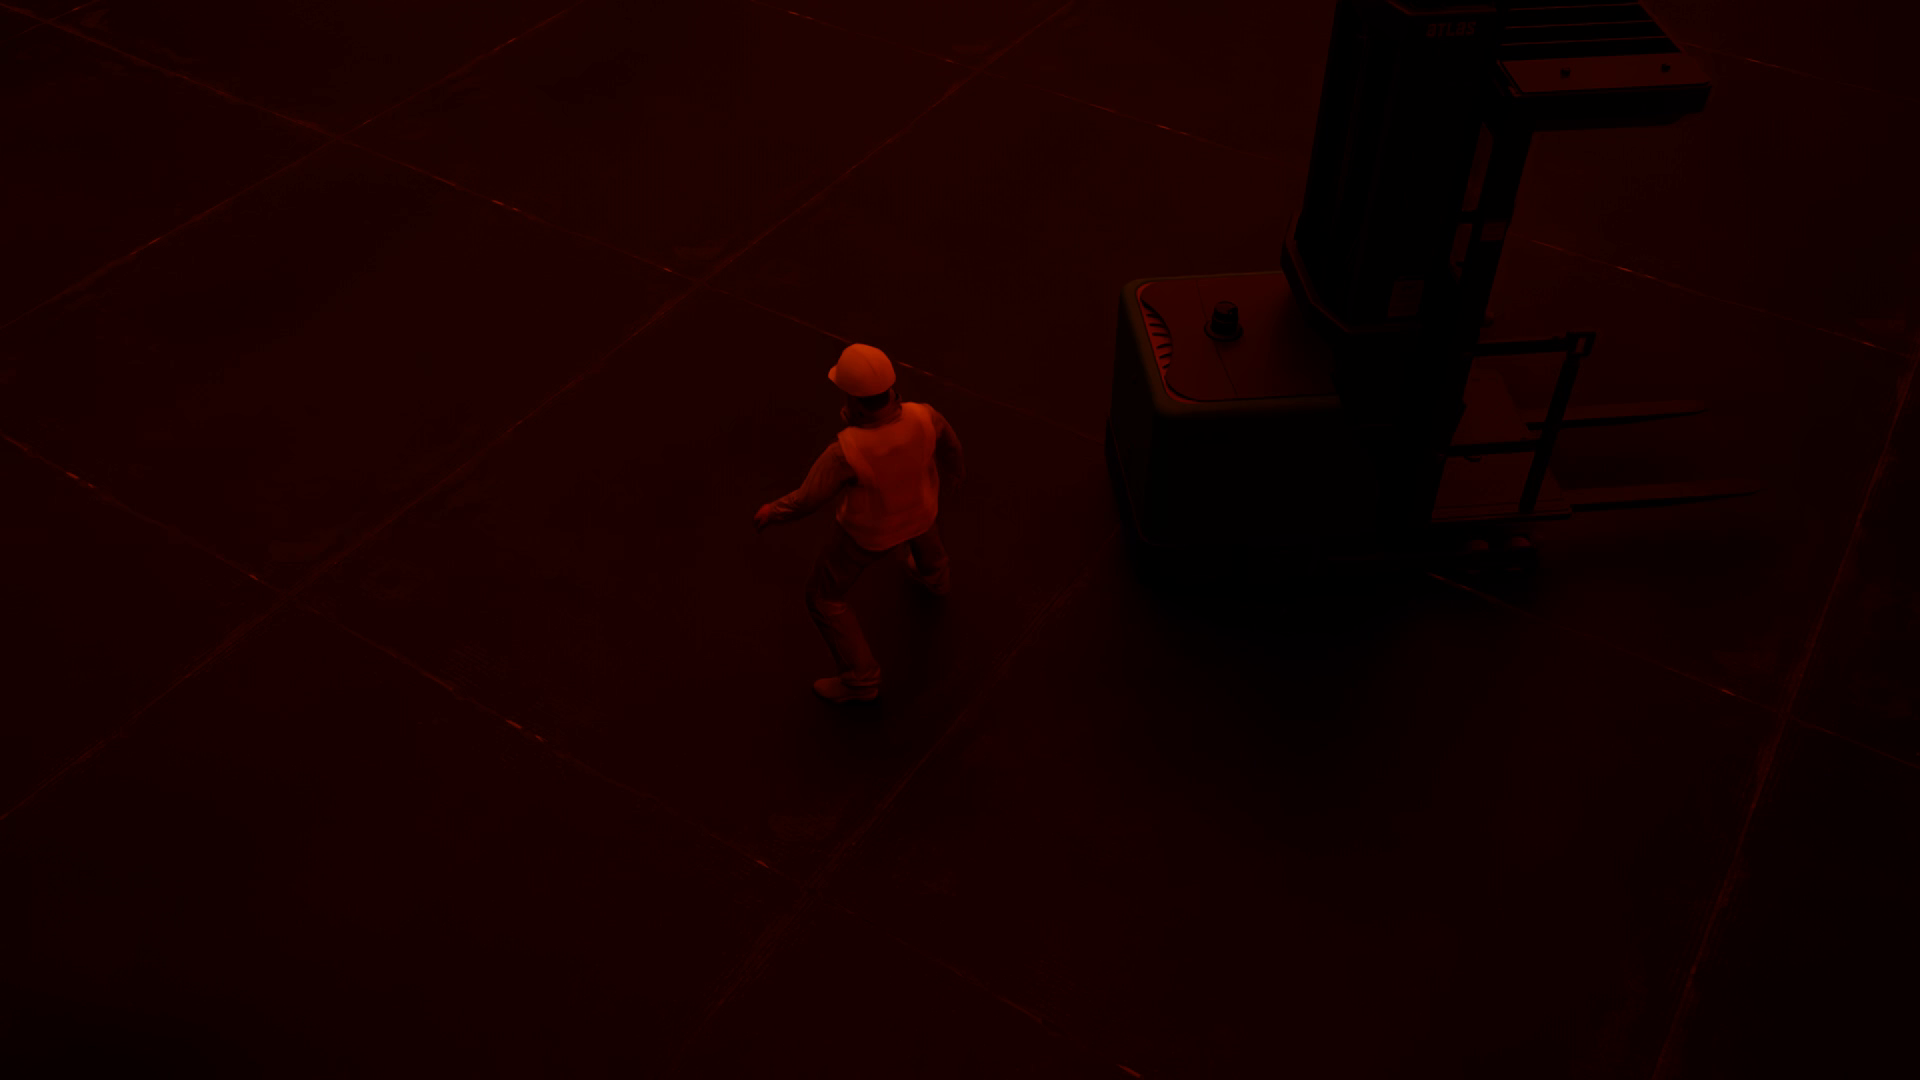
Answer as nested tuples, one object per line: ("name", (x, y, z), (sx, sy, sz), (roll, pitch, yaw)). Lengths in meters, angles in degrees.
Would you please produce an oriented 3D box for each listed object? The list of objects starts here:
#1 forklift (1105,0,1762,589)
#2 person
("forklift", (2.275, -1.265, 7.183), (3.031, 2.935, 1.130), (-4, 44, -4))
("person", (-0.370, -0.154, 6.966), (0.938, 1.656, 0.673), (-22, 48, -22))
